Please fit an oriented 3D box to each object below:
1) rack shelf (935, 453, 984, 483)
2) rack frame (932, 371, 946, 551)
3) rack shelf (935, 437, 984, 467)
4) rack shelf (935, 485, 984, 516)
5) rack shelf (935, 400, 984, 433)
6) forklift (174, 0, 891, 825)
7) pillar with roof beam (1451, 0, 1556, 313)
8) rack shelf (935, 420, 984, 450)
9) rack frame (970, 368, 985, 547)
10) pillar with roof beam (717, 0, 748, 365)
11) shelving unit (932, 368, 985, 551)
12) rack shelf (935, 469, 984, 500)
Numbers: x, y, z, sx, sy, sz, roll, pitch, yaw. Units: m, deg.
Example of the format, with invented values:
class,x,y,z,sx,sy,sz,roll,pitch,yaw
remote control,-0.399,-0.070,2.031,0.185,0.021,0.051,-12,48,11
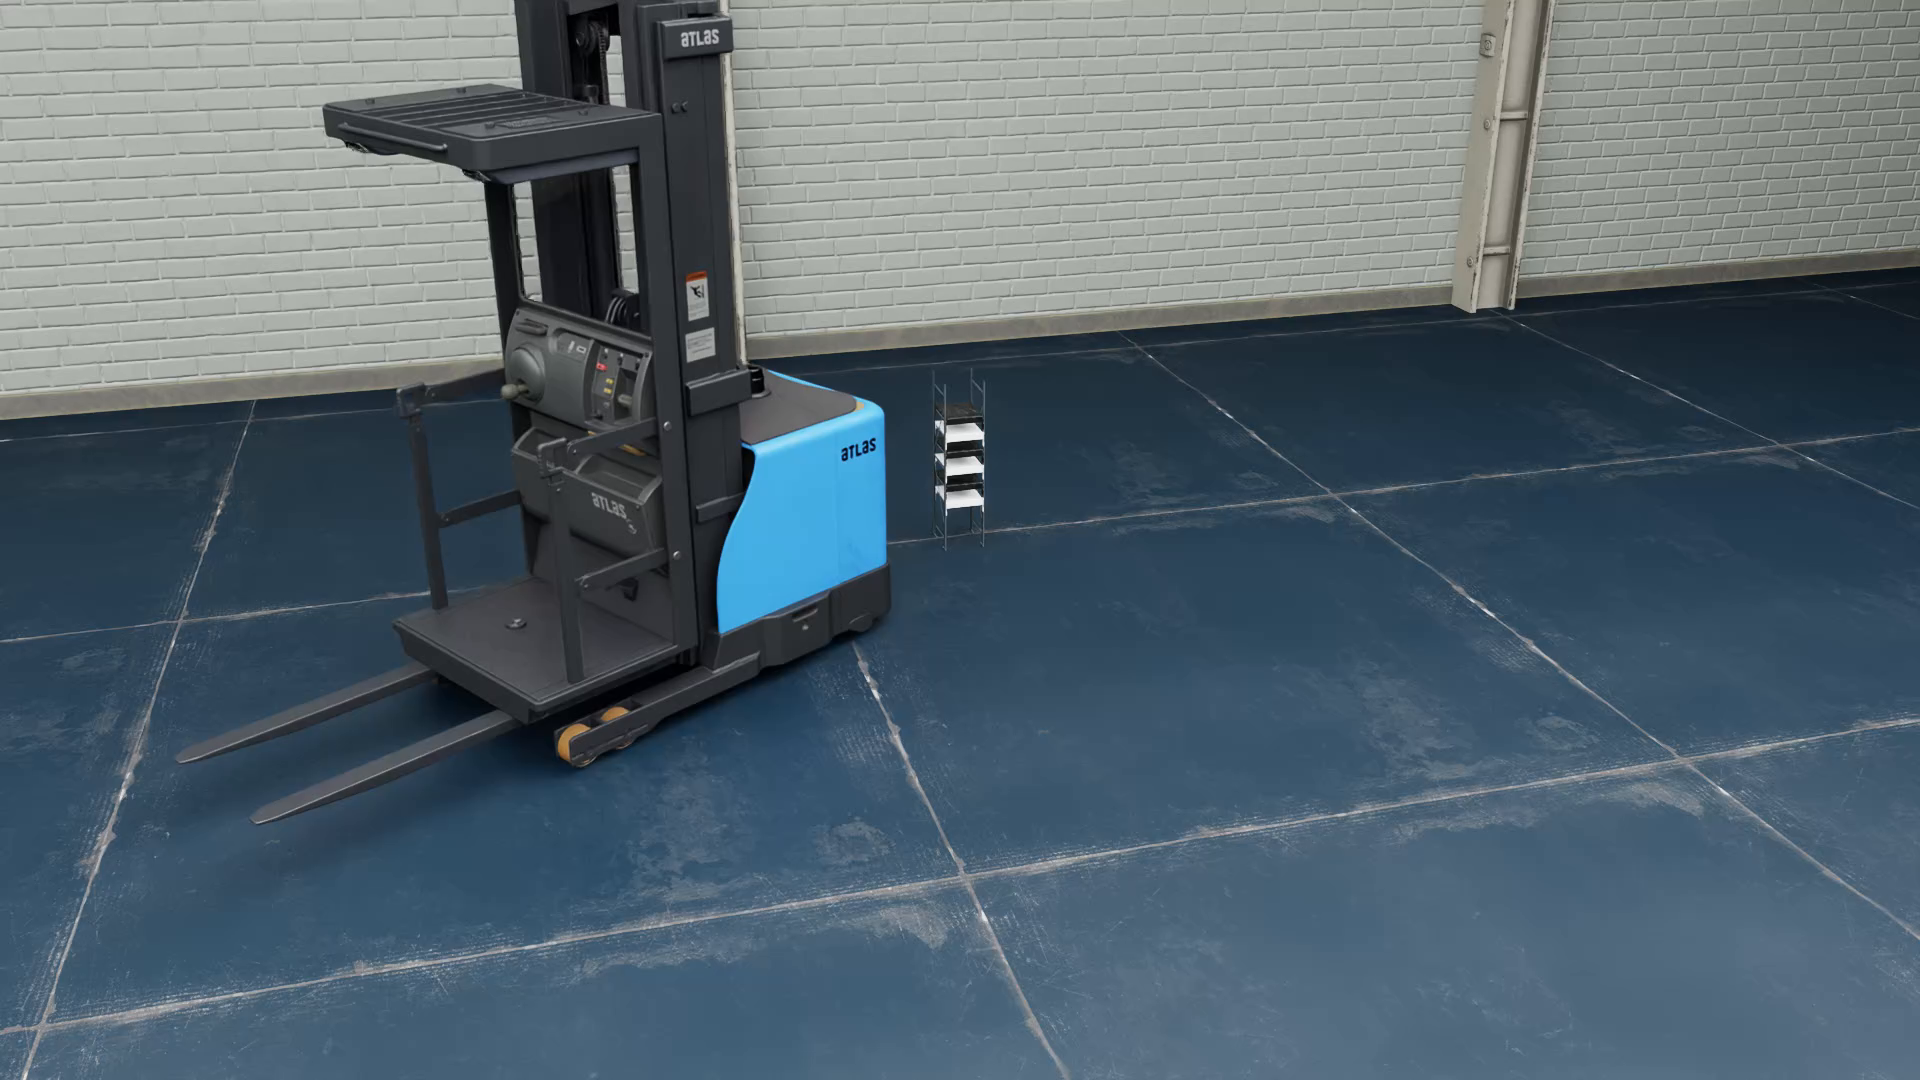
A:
class,x,y,z,sx,sy,sz,roll,pitch,yaw
rack shelf,-0.008,-0.382,8.584,0.200,0.077,0.258,-6,24,-14
rack frame,-0.106,-0.402,8.545,0.006,0.900,0.240,-6,24,-14
rack shelf,-0.008,-0.465,8.548,0.200,0.077,0.258,-6,24,-14
rack shelf,-0.008,-0.217,8.655,0.200,0.077,0.258,-6,24,-14
rack shelf,-0.008,-0.630,8.477,0.200,0.077,0.258,-6,24,-14
forklift,-1.694,-0.669,6.591,1.130,2.935,3.031,20,30,39
pillar with roof beam,5.249,-4.335,7.441,0.400,9.000,9.100,-6,24,-14
rack shelf,-0.008,-0.547,8.513,0.200,0.077,0.258,-6,24,-14
rack frame,0.090,-0.424,8.596,0.006,0.900,0.240,-6,24,-14
pillar with roof beam,-0.528,-3.696,5.951,0.400,9.000,9.100,-6,24,-14
shelving unit,-0.008,-0.413,8.571,0.210,0.900,0.258,-6,24,-14
rack shelf,-0.008,-0.299,8.619,0.200,0.077,0.258,-6,24,-14
